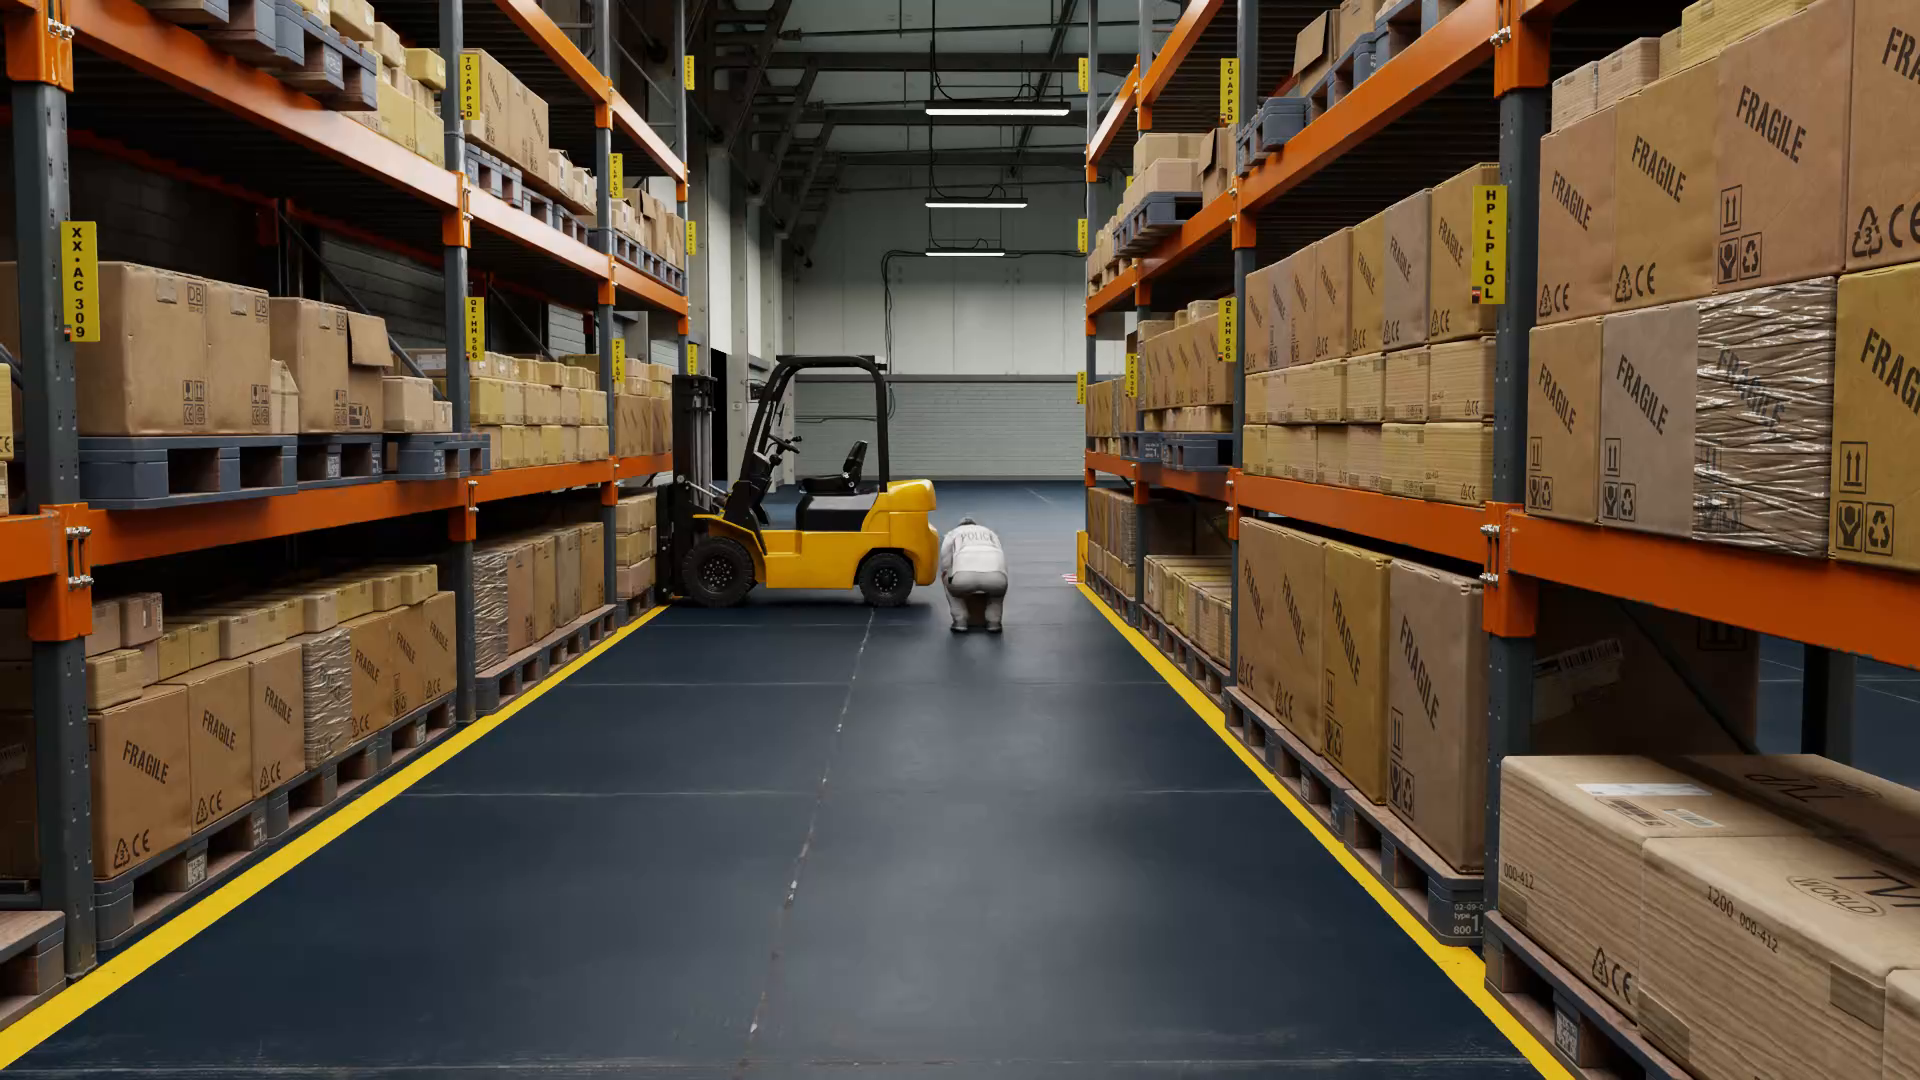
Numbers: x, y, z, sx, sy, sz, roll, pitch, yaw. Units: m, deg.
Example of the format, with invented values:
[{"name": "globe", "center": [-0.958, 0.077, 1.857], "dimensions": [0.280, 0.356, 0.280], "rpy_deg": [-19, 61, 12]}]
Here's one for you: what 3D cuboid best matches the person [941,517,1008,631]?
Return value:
[{"name": "person", "center": [0.114, 0.266, 12.682], "dimensions": [0.515, 0.848, 0.864], "rpy_deg": [0, 4, -1]}]
